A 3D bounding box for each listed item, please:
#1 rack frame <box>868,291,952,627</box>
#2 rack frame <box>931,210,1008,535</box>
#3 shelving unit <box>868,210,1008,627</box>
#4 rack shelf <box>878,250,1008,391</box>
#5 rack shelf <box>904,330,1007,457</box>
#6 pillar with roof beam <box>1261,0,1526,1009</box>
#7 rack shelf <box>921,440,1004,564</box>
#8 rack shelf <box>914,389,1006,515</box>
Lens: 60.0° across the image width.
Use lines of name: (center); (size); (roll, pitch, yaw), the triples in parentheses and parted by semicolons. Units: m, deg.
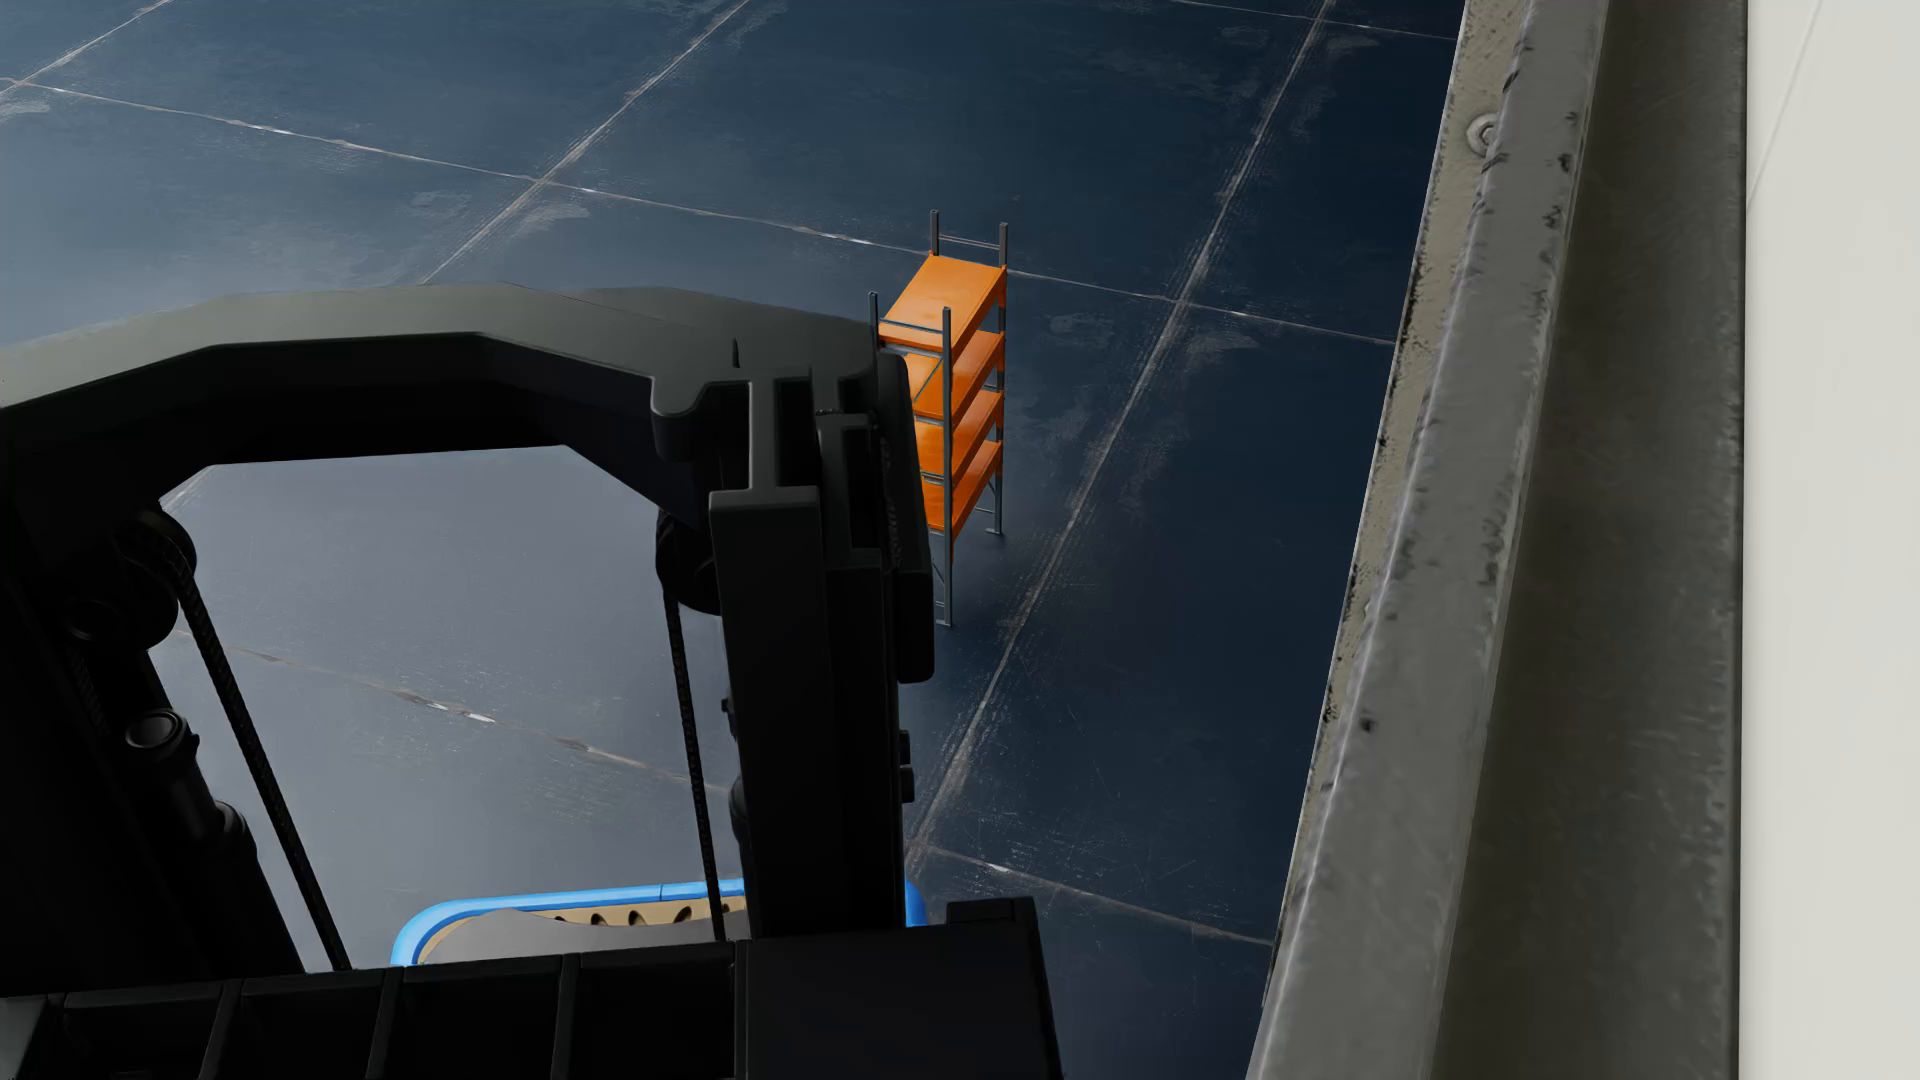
rack frame: (-0.140, -0.207, 4.996); (0.240, 1.200, 0.015); (13, 42, 15)
rack frame: (0.027, -0.504, 5.345); (0.240, 1.200, 0.015); (13, 42, 15)
shelving unit: (-0.057, -0.355, 5.170); (0.258, 1.200, 0.503); (13, 42, 15)
rack shelf: (-0.057, -0.654, 4.915); (0.258, 0.148, 0.480); (13, 42, 15)
rack shelf: (-0.057, -0.474, 5.069); (0.258, 0.148, 0.480); (13, 42, 15)
pillar with roof beam: (-3.061, -3.262, 2.568); (9.100, 9.000, 0.400); (13, 42, 15)
rack shelf: (-0.057, -0.153, 5.343); (0.258, 0.148, 0.480); (13, 42, 15)
rack shelf: (-0.057, -0.304, 5.214); (0.258, 0.148, 0.480); (13, 42, 15)
